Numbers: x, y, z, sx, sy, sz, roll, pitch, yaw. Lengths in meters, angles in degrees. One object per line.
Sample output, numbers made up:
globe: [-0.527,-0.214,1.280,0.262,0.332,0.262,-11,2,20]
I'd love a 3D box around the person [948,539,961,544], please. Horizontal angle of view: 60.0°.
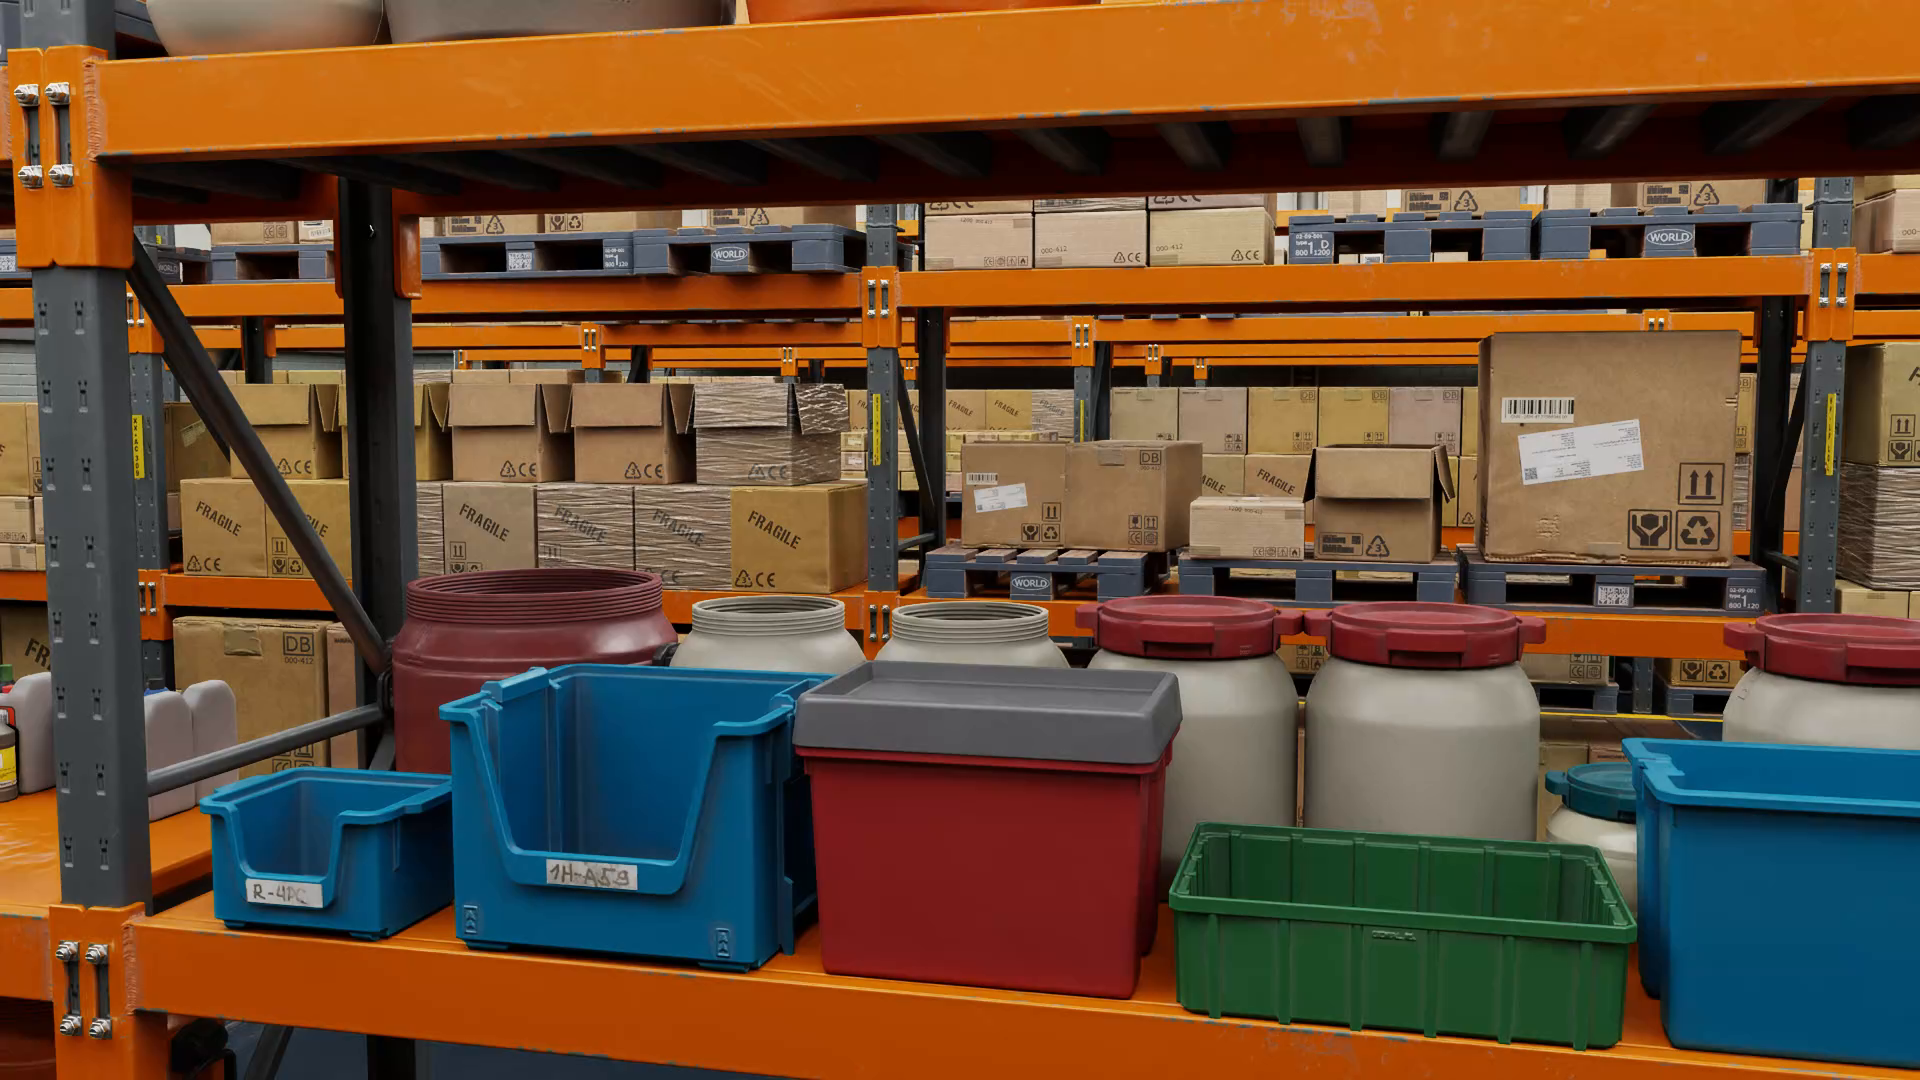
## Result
person: [0.138,-0.014,16.400,0.538,1.666,0.465,1,5,14]
